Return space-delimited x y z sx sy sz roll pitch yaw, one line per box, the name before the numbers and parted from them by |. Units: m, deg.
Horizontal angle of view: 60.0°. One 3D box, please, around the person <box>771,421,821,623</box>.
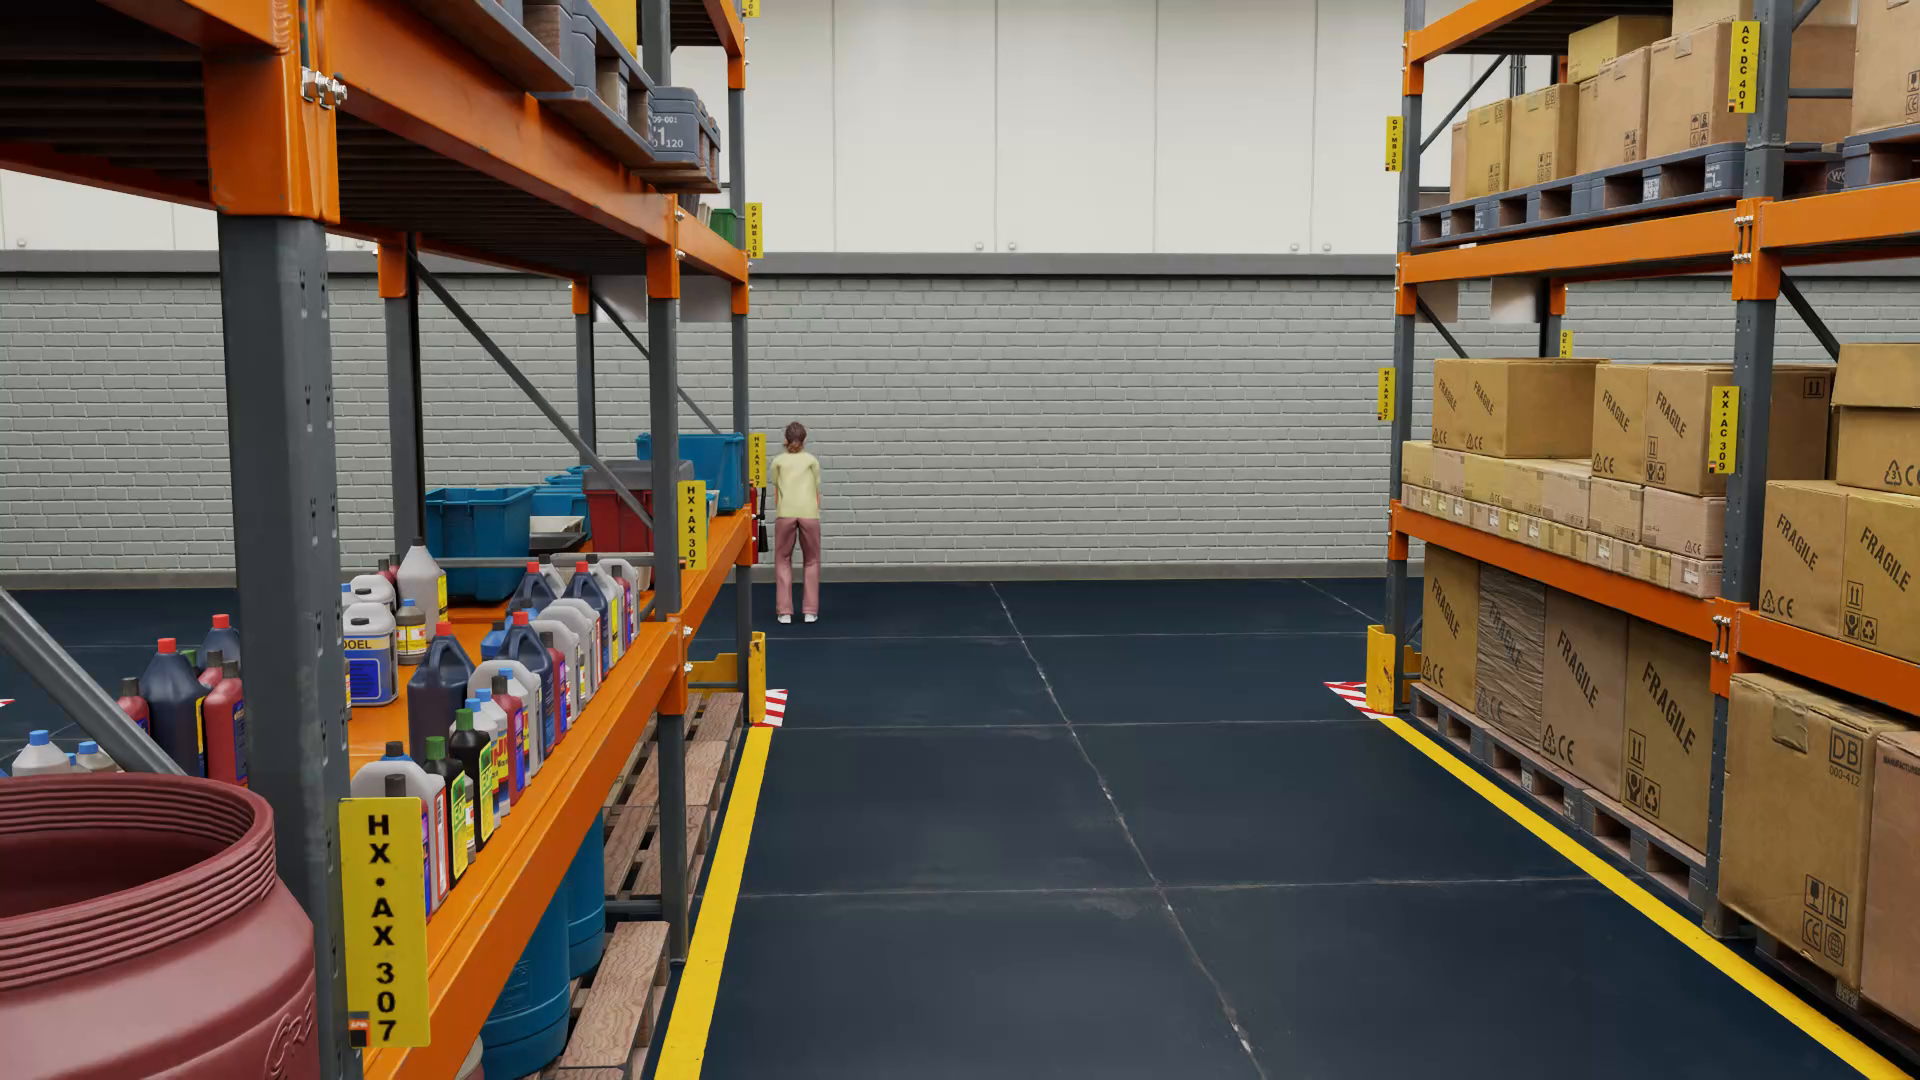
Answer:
person | -1.341 -0.150 13.645 0.408 1.644 0.522 -1 7 -5
